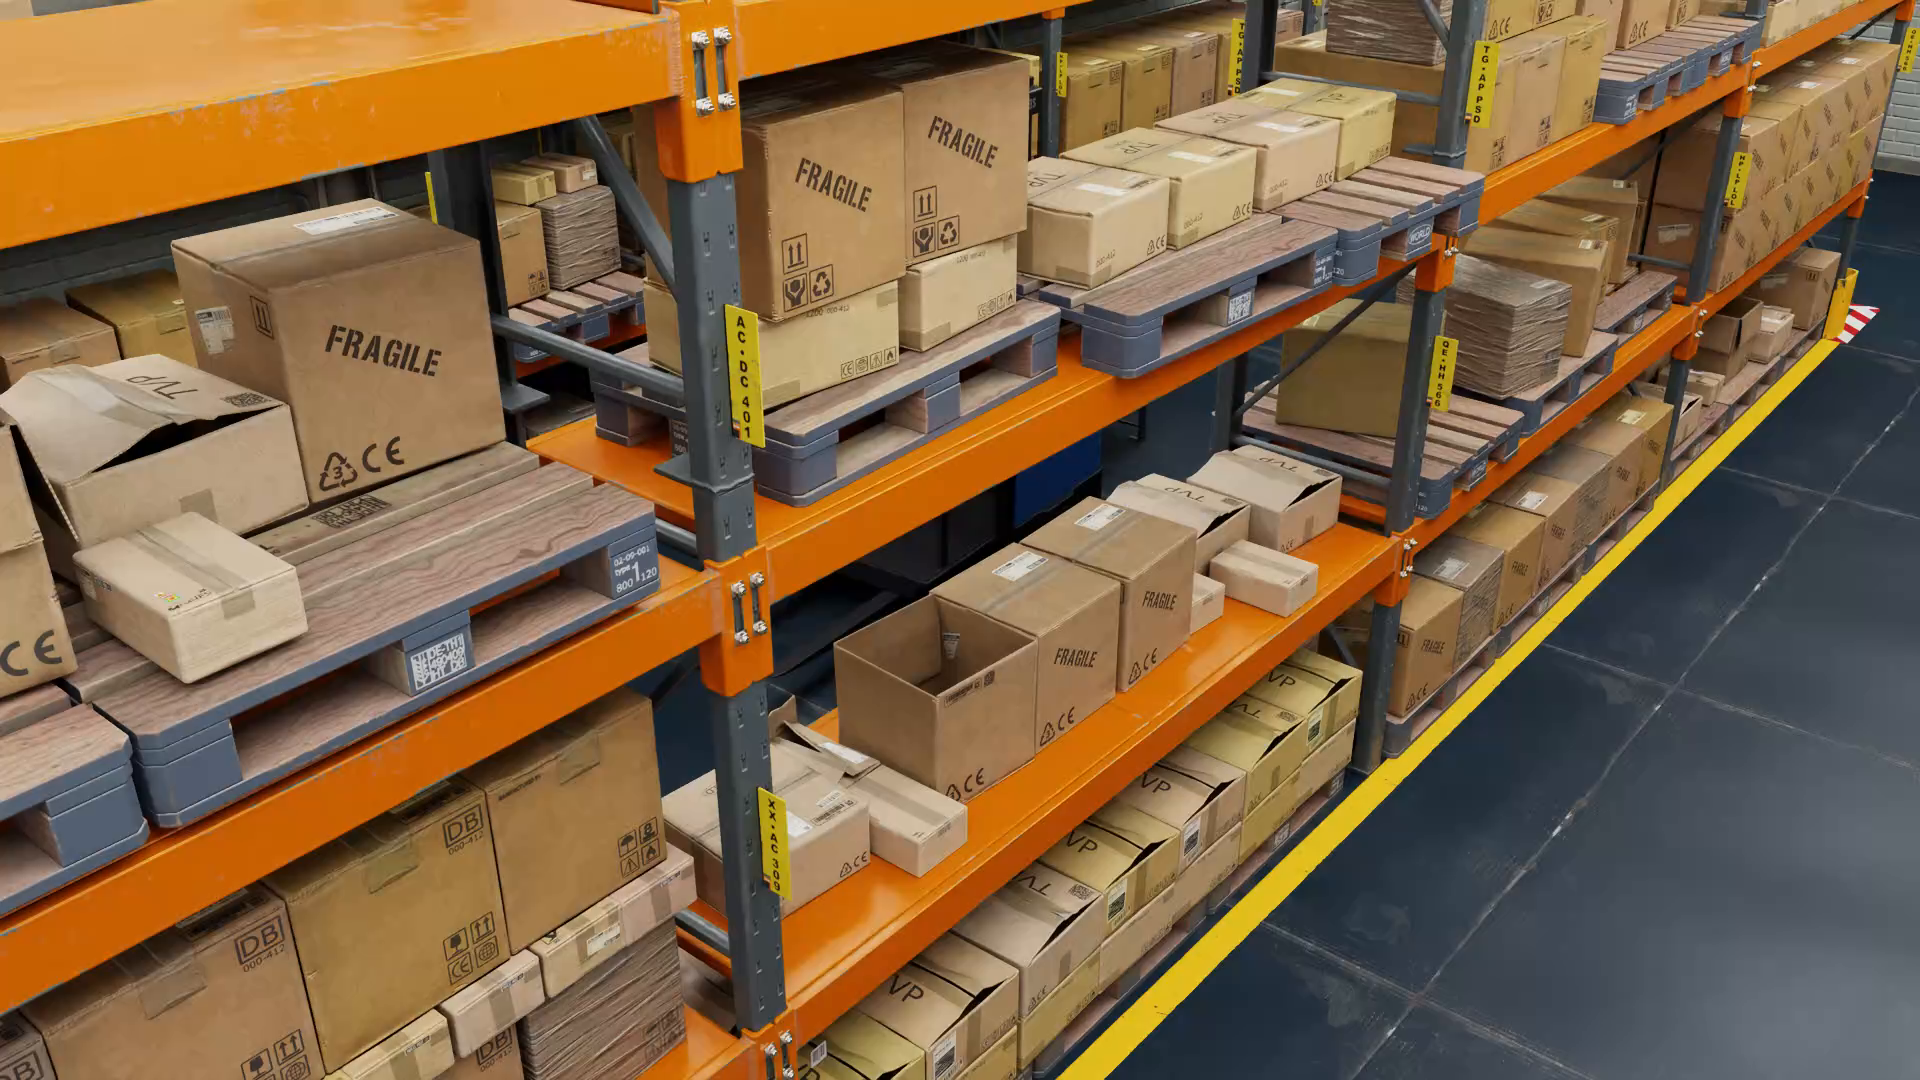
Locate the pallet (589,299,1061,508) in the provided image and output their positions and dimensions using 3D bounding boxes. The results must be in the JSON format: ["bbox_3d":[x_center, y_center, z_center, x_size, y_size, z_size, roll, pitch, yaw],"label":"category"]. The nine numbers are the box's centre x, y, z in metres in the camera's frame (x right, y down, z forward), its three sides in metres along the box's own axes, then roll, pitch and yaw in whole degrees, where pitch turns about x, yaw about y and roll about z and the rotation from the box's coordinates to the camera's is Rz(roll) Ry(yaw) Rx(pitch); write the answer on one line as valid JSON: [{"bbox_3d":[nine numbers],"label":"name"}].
[{"bbox_3d":[-0.368,-0.500,4.895,0.805,0.209,1.217,19,33,32],"label":"pallet"}]

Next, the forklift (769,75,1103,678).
[{"bbox_3d":[-0.354,-1.067,9.122,1.130,2.935,3.031,18,32,30],"label":"forklift"}]

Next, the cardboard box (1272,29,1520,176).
[{"bbox_3d":[1.877,-1.895,7.276,0.910,0.500,0.500,21,34,34],"label":"cardboard box"}]

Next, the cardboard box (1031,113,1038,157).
[{"bbox_3d":[0.246,-3.167,12.653,0.500,0.500,0.500,20,33,34],"label":"cardboard box"}]

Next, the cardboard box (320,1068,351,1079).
[{"bbox_3d":[-1.575,1.251,3.753,0.380,0.149,0.250,21,34,34],"label":"cardboard box"}]

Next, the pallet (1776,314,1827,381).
[{"bbox_3d":[6.159,-1.642,13.195,1.003,0.211,1.213,21,34,34],"label":"pallet"}]

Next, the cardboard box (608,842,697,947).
[{"bbox_3d":[-0.926,0.891,4.449,0.380,0.149,0.250,21,34,34],"label":"cardboard box"}]

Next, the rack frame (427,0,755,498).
[{"bbox_3d":[-0.919,-1.601,3.550,1.000,3.000,0.127,21,34,34],"label":"rack frame"}]

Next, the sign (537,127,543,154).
[{"bbox_3d":[-2.630,-2.476,10.511,0.100,0.325,0.005,21,34,34],"label":"sign"}]

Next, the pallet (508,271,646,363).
[{"bbox_3d":[-2.570,-1.432,9.962,1.213,0.211,1.003,21,34,34],"label":"pallet"}]

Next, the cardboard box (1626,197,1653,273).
[{"bbox_3d":[4.290,-2.069,10.876,0.500,0.500,0.500,21,34,35],"label":"cardboard box"}]

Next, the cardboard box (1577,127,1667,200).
[{"bbox_3d":[4.292,-2.516,10.652,0.500,0.500,0.500,21,34,35],"label":"cardboard box"}]

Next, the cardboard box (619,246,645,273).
[{"bbox_3d":[-2.190,-1.888,10.887,0.380,0.149,0.250,21,34,35],"label":"cardboard box"}]

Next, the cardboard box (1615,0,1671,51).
[{"bbox_3d":[3.385,-2.979,8.805,0.600,0.600,0.600,20,34,34],"label":"cardboard box"}]

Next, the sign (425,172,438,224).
[{"bbox_3d":[-1.344,-0.793,4.348,0.100,0.325,0.005,21,34,34],"label":"sign"}]

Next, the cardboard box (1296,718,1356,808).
[{"bbox_3d":[1.479,0.938,7.707,0.500,0.250,0.500,22,34,36],"label":"cardboard box"}]

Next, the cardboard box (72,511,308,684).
[{"bbox_3d":[-1.475,0.102,3.187,0.380,0.149,0.250,21,34,34],"label":"cardboard box"}]

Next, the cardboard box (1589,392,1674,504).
[{"bbox_3d":[4.077,-0.599,10.385,0.500,0.500,0.500,21,34,34],"label":"cardboard box"}]

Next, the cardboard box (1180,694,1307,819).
[{"bbox_3d":[1.157,0.875,7.218,0.500,0.311,0.500,20,34,34],"label":"cardboard box"}]

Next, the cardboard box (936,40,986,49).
[{"bbox_3d":[-0.149,-3.650,12.771,0.500,0.250,0.500,22,35,36],"label":"cardboard box"}]

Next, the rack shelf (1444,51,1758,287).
[{"bbox_3d":[2.898,-2.076,8.517,1.077,0.370,4.000,21,34,34],"label":"rack shelf"}]

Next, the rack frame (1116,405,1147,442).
[{"bbox_3d":[1.075,-1.420,11.363,0.500,1.500,0.032,18,32,30],"label":"rack frame"}]

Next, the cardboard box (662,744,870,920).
[{"bbox_3d":[-0.639,0.943,5.325,0.500,0.250,0.500,23,35,37],"label":"cardboard box"}]

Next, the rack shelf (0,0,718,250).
[{"bbox_3d":[-2.191,-0.394,2.437,1.077,0.370,4.000,21,34,34],"label":"rack shelf"}]

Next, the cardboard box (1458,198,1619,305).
[{"bbox_3d":[3.307,-1.638,9.587,0.500,0.500,0.700,-22,35,-36],"label":"cardboard box"}]

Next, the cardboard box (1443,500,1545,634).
[{"bbox_3d":[2.787,0.119,8.997,0.500,0.500,0.500,20,34,34],"label":"cardboard box"}]

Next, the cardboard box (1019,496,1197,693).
[{"bbox_3d":[0.571,0.201,6.488,0.500,0.500,0.500,19,33,32],"label":"cardboard box"}]

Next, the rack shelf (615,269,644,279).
[{"bbox_3d":[-0.927,-2.190,12.002,1.077,0.370,4.000,21,34,34],"label":"rack shelf"}]

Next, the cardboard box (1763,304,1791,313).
[{"bbox_3d":[6.231,-1.745,12.964,0.380,0.166,0.250,21,34,34],"label":"cardboard box"}]

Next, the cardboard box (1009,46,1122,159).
[{"bbox_3d":[0.703,-3.540,13.501,0.980,0.700,0.700,21,34,35],"label":"cardboard box"}]

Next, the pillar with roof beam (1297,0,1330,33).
[{"bbox_3d":[7.261,-7.253,14.477,9.100,9.000,0.400,21,34,34],"label":"pillar with roof beam"}]

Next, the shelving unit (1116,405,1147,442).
[{"bbox_3d":[0.786,-1.228,10.991,0.538,1.500,1.048,18,32,30],"label":"shelving unit"}]

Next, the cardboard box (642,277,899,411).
[{"bbox_3d":[-0.519,-0.604,4.594,0.500,0.250,0.500,-24,36,-38],"label":"cardboard box"}]

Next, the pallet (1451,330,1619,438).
[{"bbox_3d":[2.859,-0.960,9.050,1.003,0.211,1.213,21,34,34],"label":"pallet"}]

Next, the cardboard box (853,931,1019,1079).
[{"bbox_3d":[-0.141,1.600,5.818,0.500,0.311,0.500,20,34,34],"label":"cardboard box"}]

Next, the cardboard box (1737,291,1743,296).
[{"bbox_3d":[5.831,-1.878,13.128,0.500,0.250,0.500,21,34,34],"label":"cardboard box"}]

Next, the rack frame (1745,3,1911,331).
[{"bbox_3d":[6.714,-3.191,13.153,1.000,3.000,0.127,21,34,34],"label":"rack frame"}]

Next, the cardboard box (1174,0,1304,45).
[{"bbox_3d":[2.573,-4.586,15.525,0.980,0.700,0.700,23,35,37],"label":"cardboard box"}]

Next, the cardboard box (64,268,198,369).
[{"bbox_3d":[-4.032,-0.989,8.309,0.500,0.500,0.700,-24,36,-39],"label":"cardboard box"}]

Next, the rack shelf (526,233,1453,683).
[{"bbox_3d":[0.353,-0.658,5.775,1.077,0.370,4.000,21,34,34],"label":"rack shelf"}]

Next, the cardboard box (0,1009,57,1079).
[{"bbox_3d":[-2.154,1.136,3.268,0.700,0.500,0.500,21,34,34],"label":"cardboard box"}]

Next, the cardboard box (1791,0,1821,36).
[{"bbox_3d":[4.991,-3.314,10.291,0.500,0.250,0.500,21,34,34],"label":"cardboard box"}]

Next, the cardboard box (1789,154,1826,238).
[{"bbox_3d":[5.670,-2.458,11.628,0.500,0.500,0.500,20,34,34],"label":"cardboard box"}]

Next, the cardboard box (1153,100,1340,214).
[{"bbox_3d":[1.061,-1.438,6.207,0.500,0.250,0.500,22,34,36],"label":"cardboard box"}]

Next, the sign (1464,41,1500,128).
[{"bbox_3d":[2.049,-1.786,6.525,0.100,0.325,0.005,21,34,34],"label":"sign"}]

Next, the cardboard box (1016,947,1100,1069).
[{"bbox_3d":[0.183,1.663,6.307,0.500,0.250,0.500,20,33,33],"label":"cardboard box"}]

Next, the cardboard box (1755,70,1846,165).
[{"bbox_3d":[5.670,-2.894,11.383,0.500,0.500,0.500,22,35,36],"label":"cardboard box"}]

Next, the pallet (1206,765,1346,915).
[{"bbox_3d":[1.072,1.165,7.769,1.003,0.211,1.213,21,34,34],"label":"pallet"}]

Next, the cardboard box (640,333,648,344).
[{"bbox_3d":[-1.630,-1.255,11.293,0.750,0.750,0.750,20,34,34],"label":"cardboard box"}]

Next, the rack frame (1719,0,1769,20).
[{"bbox_3d":[4.170,-4.437,9.033,1.000,3.000,0.127,21,34,34],"label":"rack frame"}]
